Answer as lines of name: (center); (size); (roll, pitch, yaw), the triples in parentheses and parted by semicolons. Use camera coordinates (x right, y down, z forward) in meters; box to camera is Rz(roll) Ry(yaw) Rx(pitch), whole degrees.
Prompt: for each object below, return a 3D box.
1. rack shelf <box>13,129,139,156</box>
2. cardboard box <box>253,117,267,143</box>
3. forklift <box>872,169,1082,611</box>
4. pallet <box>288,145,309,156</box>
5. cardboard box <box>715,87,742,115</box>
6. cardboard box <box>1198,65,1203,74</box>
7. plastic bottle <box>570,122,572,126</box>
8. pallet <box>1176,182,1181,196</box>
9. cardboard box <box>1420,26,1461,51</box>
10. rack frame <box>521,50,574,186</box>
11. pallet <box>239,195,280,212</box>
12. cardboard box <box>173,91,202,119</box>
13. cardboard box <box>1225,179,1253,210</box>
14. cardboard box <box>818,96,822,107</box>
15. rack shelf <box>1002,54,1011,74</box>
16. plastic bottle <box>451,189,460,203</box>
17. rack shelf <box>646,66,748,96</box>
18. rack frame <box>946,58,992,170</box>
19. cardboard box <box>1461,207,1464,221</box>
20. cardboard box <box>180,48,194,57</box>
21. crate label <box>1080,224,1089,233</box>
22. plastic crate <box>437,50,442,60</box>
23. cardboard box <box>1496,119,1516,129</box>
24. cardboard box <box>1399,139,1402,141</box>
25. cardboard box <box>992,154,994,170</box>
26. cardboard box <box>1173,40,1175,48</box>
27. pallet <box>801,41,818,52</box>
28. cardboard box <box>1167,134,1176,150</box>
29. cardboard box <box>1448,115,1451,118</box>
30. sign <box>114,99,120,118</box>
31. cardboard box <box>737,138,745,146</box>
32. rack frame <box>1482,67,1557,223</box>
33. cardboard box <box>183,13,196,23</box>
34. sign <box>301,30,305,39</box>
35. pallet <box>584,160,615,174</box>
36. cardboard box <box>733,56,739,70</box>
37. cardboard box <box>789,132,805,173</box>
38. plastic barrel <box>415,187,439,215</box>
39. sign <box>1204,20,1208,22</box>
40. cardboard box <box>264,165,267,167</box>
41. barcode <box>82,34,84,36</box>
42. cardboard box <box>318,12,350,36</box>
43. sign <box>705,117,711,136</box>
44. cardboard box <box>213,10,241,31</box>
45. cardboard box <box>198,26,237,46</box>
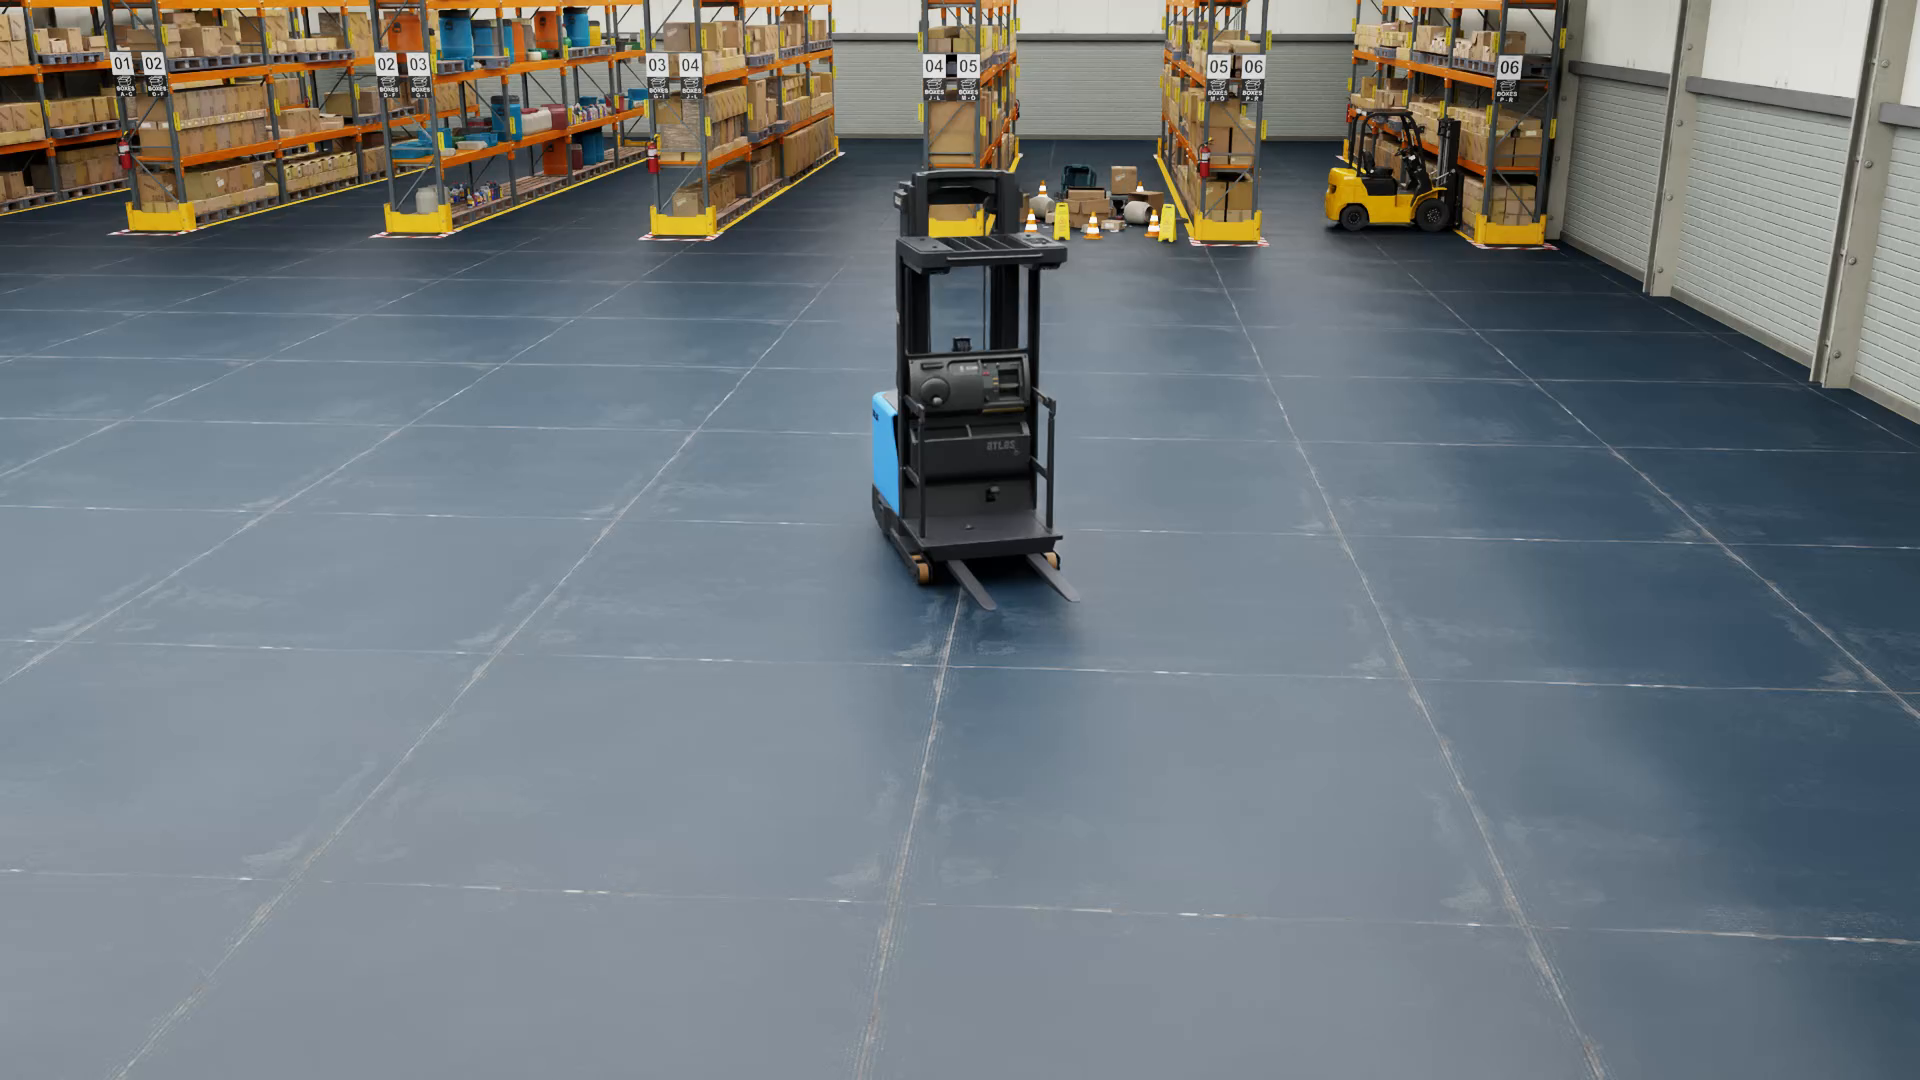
rack shelf: (-19.477, -8.901, 36.924); (1.077, 0.370, 4.000); (1, 18, 4)
cardboard box: (-14.705, -8.421, 34.146); (0.700, 0.500, 0.500); (1, 18, 2)
forklift: (0.129, -1.190, 12.348); (1.130, 2.935, 3.031); (-5, 19, -14)
pallet: (-18.739, -10.773, 45.962); (1.003, 0.211, 1.213); (1, 18, 4)
cardboard box: (-4.591, -8.652, 32.767); (0.500, 0.500, 0.500); (1, 18, 4)
cardboard box: (4.611, -8.727, 30.826); (0.380, 0.149, 0.250); (1, 18, 3)
plastic bottle: (-9.063, -9.744, 38.549); (0.097, 0.271, 0.097); (0, 18, 0)
pallet: (5.315, -7.743, 36.714); (1.003, 0.211, 1.213); (1, 18, 4)
cardboard box: (10.092, -10.543, 34.967); (0.700, 0.500, 0.500); (1, 18, 3)
rack frame: (-9.452, -9.642, 38.033); (1.000, 3.000, 0.127); (1, 18, 4)
pallet: (-14.778, -6.941, 34.266); (1.003, 0.211, 1.213); (1, 18, 4)
cardboard box: (-14.884, -8.258, 31.564); (0.700, 0.500, 0.500); (1, 18, 2)
cardboard box: (5.134, -6.327, 30.452); (0.500, 0.500, 0.500); (1, 18, 2)
cardboard box: (-3.858, -11.300, 42.854); (0.500, 0.250, 0.500); (2, 18, 5)
rack shelf: (0.572, -11.094, 38.803); (1.077, 0.370, 4.000); (1, 18, 4)
plastic bottle: (-10.105, -6.887, 33.292); (0.152, 0.276, 0.135); (1, 18, 4)
rack shelf: (-4.942, -8.752, 31.653); (1.077, 0.370, 4.000); (1, 18, 4)
rack frame: (0.141, -8.147, 33.470); (1.000, 3.000, 0.127); (1, 18, 4)
cardboard box: (9.559, -6.072, 30.877); (0.500, 0.250, 0.500); (1, 18, 5)
cardboard box: (-14.706, -9.203, 31.379); (0.380, 0.149, 0.250); (1, 18, 4)
crate label: (2.406, -5.793, 30.882); (0.250, 0.136, 0.298); (-9, 20, -25)
plastic crate: (-10.189, -9.175, 31.814); (0.392, 0.384, 0.575); (1, 18, 4)
cardboard box: (9.566, -7.329, 29.294); (0.380, 0.149, 0.250); (1, 18, 4)
cardboard box: (10.872, -9.643, 40.332); (0.380, 0.149, 0.250); (1, 18, 2)
cardboard box: (0.169, -7.772, 35.264); (1.050, 0.750, 0.750); (1, 18, 4)
cardboard box: (5.220, -11.682, 39.140); (0.380, 0.166, 0.250); (0, 18, 0)
pallet: (-4.156, -12.411, 41.808); (1.003, 0.211, 1.213); (1, 18, 4)
cardboard box: (5.999, -10.570, 44.304); (0.875, 0.438, 0.875); (1, 18, 2)
cardboard box: (9.752, -8.221, 32.494); (0.380, 0.149, 0.250); (1, 18, 3)
sign: (-15.506, -7.949, 30.624); (0.100, 0.325, 0.005); (1, 18, 4)
cardboard box: (-4.548, -8.019, 33.483); (0.380, 0.149, 0.250); (1, 18, 4)
rack frame: (9.750, -6.716, 29.103); (1.000, 3.000, 0.127); (1, 18, 4)
cardboard box: (-19.241, -12.874, 41.006); (0.500, 0.250, 0.500); (3, 18, 8)
sign: (-14.933, -11.438, 37.865); (0.100, 0.325, 0.005); (1, 18, 4)
pallet: (-9.262, -9.321, 41.530); (1.003, 0.211, 1.213); (1, 18, 4)
cardboard box: (-4.619, -9.334, 32.516); (0.500, 0.250, 0.500); (2, 18, 5)
cardboard box: (-4.370, -9.212, 39.458); (1.225, 0.875, 0.875); (1, 18, 4)
plastic barrel: (-10.055, -6.381, 31.401); (0.421, 0.512, 0.421); (0, 18, 0)
sign: (6.486, -13.587, 43.960); (0.100, 0.325, 0.005); (1, 18, 4)
cardboard box: (-14.936, -7.803, 35.261); (0.500, 0.311, 0.500); (1, 18, 4)
barcode: (-19.945, -11.465, 37.814); (0.001, 0.075, 0.075); (1, 18, 4)
cardboard box: (-14.355, -11.838, 38.149); (0.500, 0.500, 0.500); (1, 18, 4)
sign: (-4.544, -7.447, 29.941); (0.100, 0.325, 0.005); (1, 18, 4)
cardboard box: (-18.716, -13.279, 42.514); (0.500, 0.500, 0.500); (1, 18, 3)
cardboard box: (-14.978, -10.100, 33.553); (0.500, 0.500, 0.500); (3, 18, 8)
